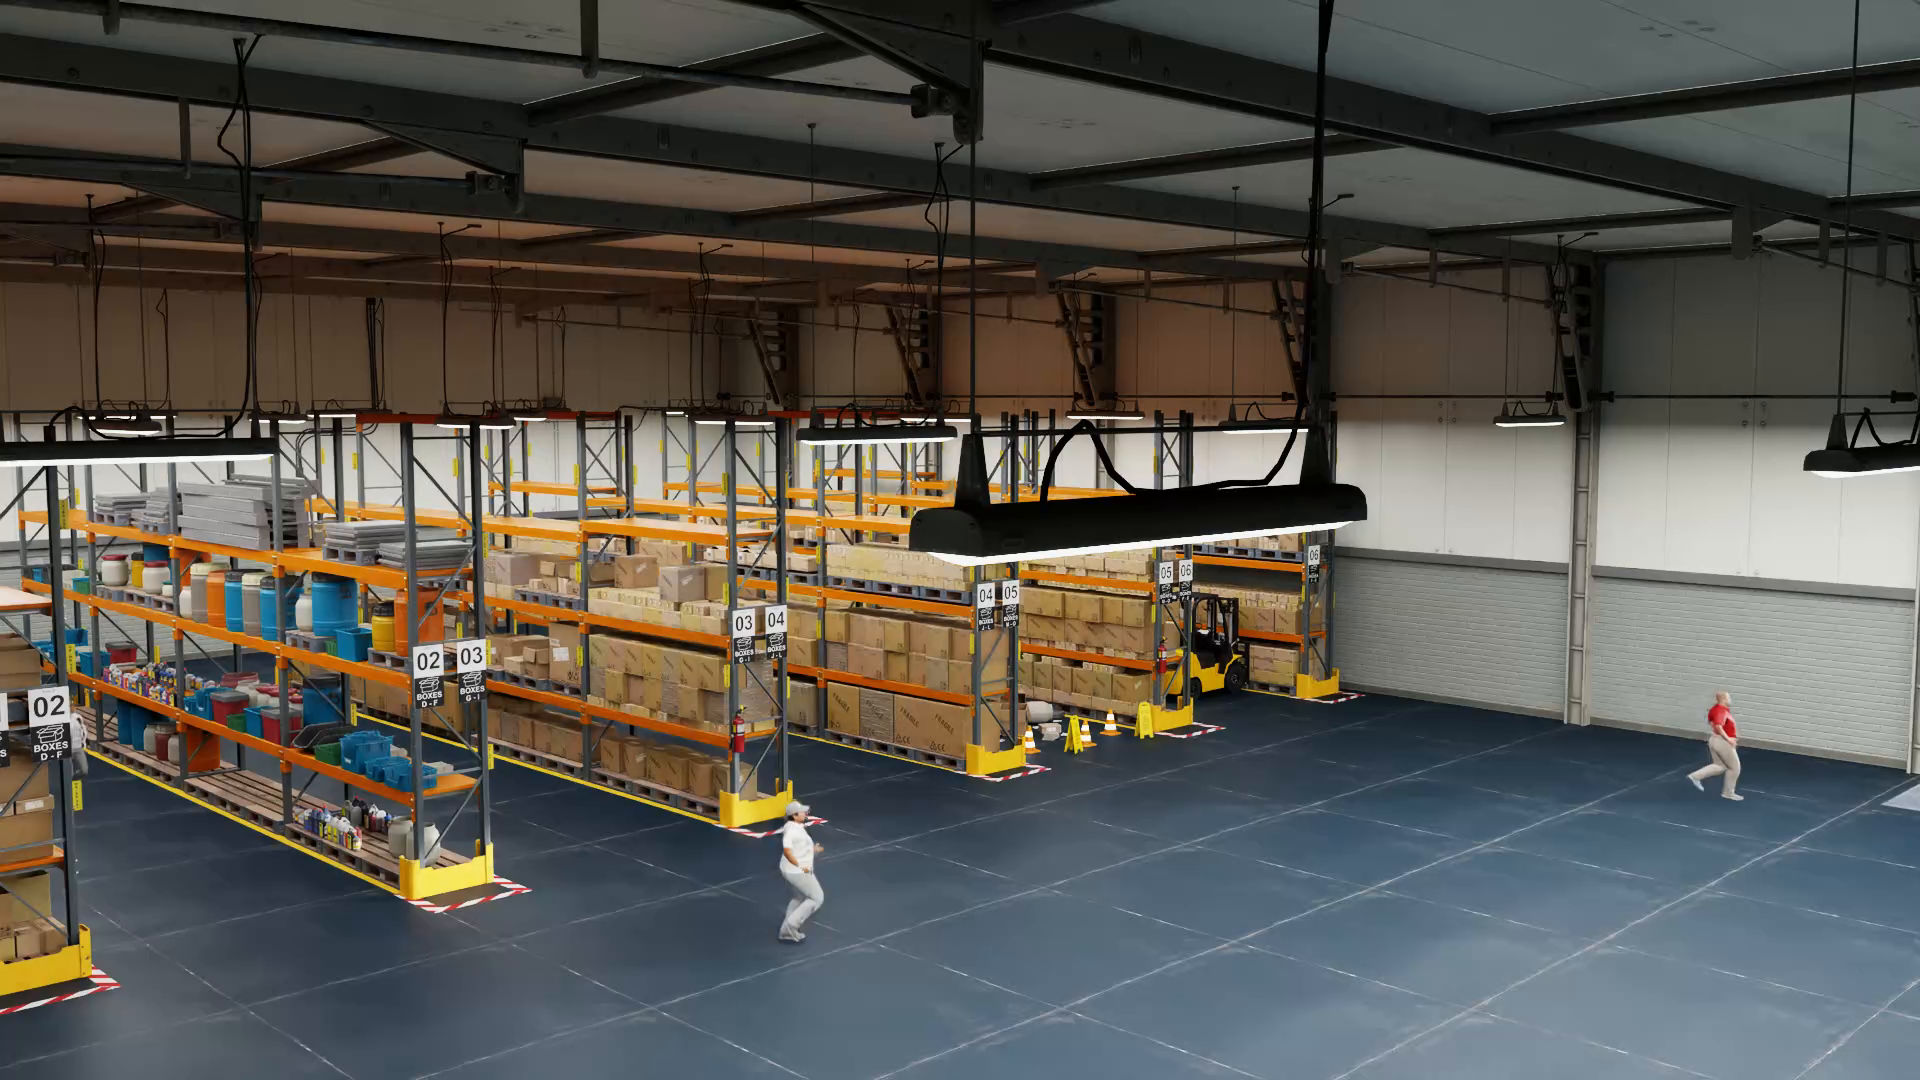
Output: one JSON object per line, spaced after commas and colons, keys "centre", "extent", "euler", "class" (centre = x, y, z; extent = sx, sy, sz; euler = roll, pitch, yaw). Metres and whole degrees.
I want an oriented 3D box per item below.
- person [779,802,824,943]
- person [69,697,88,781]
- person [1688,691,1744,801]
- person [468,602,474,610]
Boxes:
{"centre": [-1.824, 3.835, 19.287], "extent": [0.557, 1.626, 0.593], "euler": [-2, 5, -18], "class": "person"}
{"centre": [-13.793, 3.255, 25.852], "extent": [0.529, 1.654, 0.605], "euler": [4, 6, 38], "class": "person"}
{"centre": [11.897, 3.220, 26.086], "extent": [0.810, 1.711, 0.676], "euler": [0, 5, 5], "class": "person"}
{"centre": [-11.702, 1.993, 39.845], "extent": [0.678, 1.745, 0.561], "euler": [4, 6, 40], "class": "person"}
